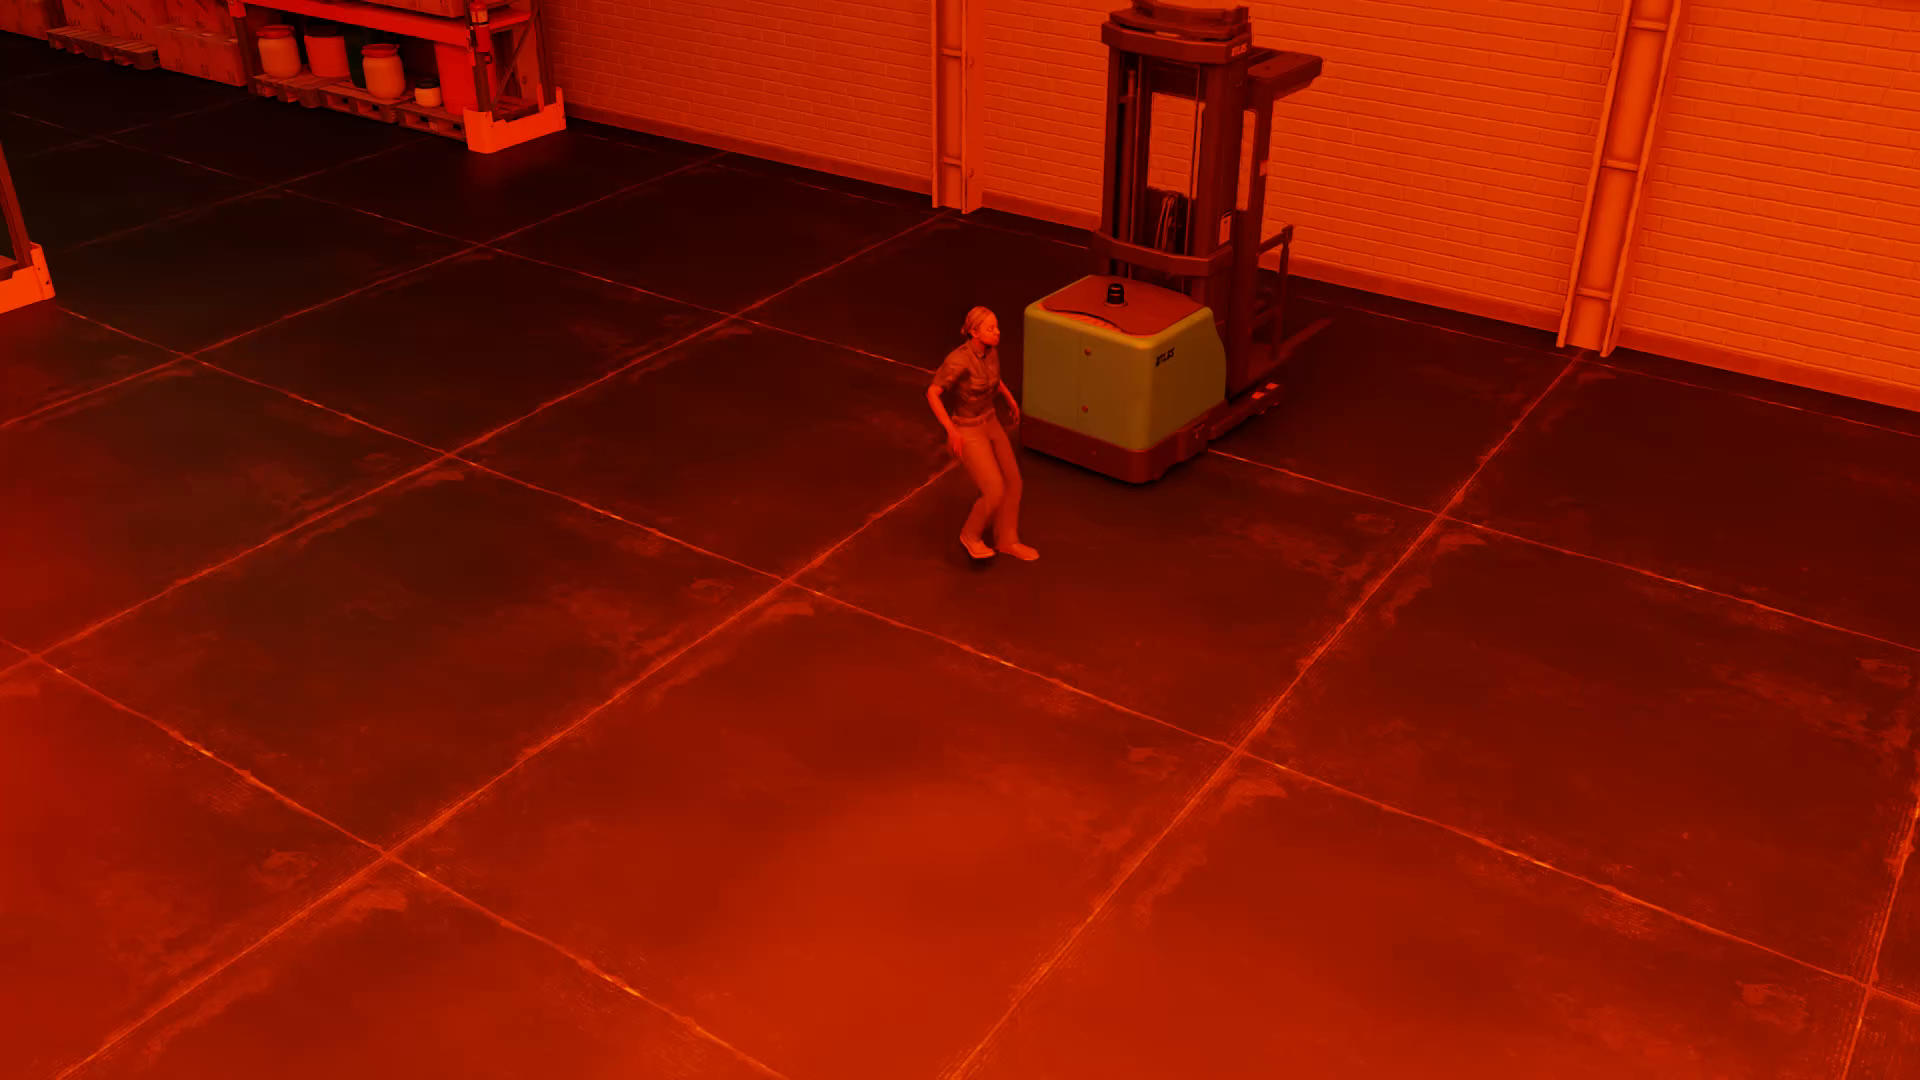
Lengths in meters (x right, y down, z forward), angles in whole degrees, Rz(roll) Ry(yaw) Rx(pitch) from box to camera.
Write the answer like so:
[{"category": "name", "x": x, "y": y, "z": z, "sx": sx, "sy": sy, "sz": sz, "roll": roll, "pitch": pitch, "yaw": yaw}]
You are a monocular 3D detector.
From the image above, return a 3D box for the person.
[{"category": "person", "x": 0.188, "y": -0.614, "z": 10.011, "sx": 0.615, "sy": 1.607, "sz": 0.824, "roll": 19, "pitch": 35, "yaw": 30}]

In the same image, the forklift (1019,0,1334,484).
[{"category": "forklift", "x": 1.723, "y": -2.314, "z": 11.566, "sx": 1.130, "sy": 2.935, "sz": 3.031, "roll": 22, "pitch": 37, "yaw": 33}]
